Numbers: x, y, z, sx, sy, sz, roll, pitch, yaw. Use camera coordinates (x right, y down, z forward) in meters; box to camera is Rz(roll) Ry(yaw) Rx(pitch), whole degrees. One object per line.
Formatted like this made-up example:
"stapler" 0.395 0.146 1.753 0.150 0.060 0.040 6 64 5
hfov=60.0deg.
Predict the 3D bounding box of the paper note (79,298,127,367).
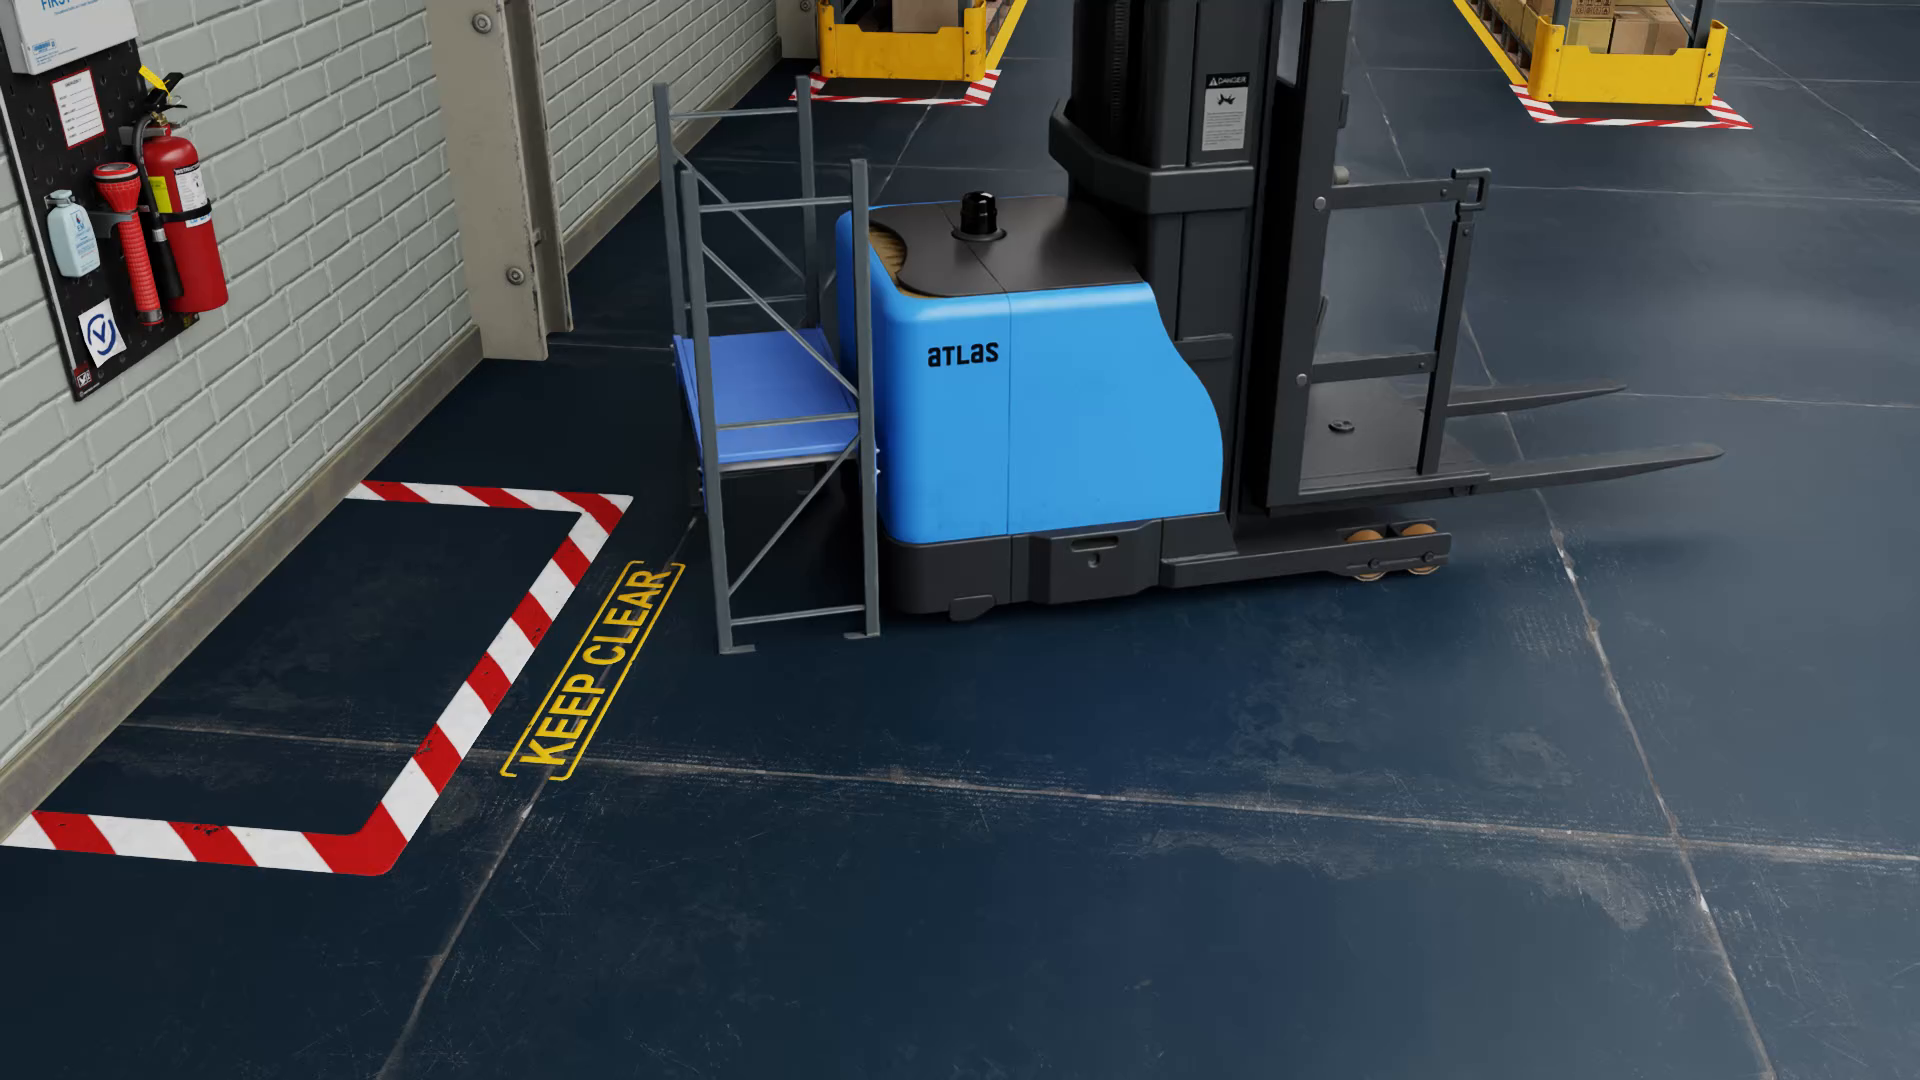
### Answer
"paper note" -2.357 -0.570 4.574 0.016 0.148 0.142 3 28 6

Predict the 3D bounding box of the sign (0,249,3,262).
"sign" -2.437 -0.799 4.032 0.001 0.329 0.234 3 28 6

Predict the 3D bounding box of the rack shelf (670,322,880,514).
"rack shelf" -0.613 -0.416 5.320 0.538 0.185 1.000 -6 29 -12

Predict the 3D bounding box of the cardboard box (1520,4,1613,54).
"cardboard box" 4.271 -3.601 11.727 0.500 0.250 0.500 3 28 6

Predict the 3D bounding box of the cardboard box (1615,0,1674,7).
"cardboard box" 4.844 -4.136 11.930 0.500 0.500 0.500 3 28 6

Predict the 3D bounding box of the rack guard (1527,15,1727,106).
"rack guard" 4.495 -3.245 11.246 1.175 0.500 0.348 3 28 6

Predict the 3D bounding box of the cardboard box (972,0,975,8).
"cardboard box" -0.175 -4.242 12.831 0.500 0.311 0.500 6 29 10

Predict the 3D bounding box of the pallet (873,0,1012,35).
"pallet" -0.123 -4.404 13.702 1.003 0.211 1.213 3 28 6

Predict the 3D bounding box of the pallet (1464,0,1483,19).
"pallet" 4.849 -4.640 14.140 1.003 0.211 1.213 3 28 6

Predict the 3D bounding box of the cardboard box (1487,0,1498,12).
"cardboard box" 4.443 -4.307 13.039 0.500 0.250 0.500 3 28 6

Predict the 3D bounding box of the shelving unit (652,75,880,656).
"shelving unit" -0.613 -0.574 5.235 0.538 1.500 1.048 -6 29 -12

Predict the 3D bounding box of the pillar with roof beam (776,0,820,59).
"pillar with roof beam" 3.081 -7.413 10.023 9.100 9.000 0.400 3 28 6

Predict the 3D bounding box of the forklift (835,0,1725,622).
"forklift" 1.145 -1.391 5.242 3.031 2.935 1.130 -6 29 -12

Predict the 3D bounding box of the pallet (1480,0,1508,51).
"pallet" 4.702 -4.064 13.071 1.003 0.211 1.213 3 28 6

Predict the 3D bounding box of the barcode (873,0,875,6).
"barcode" -0.639 -4.009 12.390 0.001 0.075 0.075 3 28 6

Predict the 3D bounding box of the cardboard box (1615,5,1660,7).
"cardboard box" 4.842 -3.806 12.108 0.500 0.250 0.500 3 28 6

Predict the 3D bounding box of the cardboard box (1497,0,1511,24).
"cardboard box" 4.380 -4.072 12.602 0.500 0.250 0.500 3 28 6

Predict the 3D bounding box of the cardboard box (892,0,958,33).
"cardboard box" -0.245 -3.973 12.333 0.500 0.311 0.500 0 28 0

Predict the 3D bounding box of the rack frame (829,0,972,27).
"rack frame" -0.419 -4.643 11.205 1.000 3.000 0.127 3 28 6

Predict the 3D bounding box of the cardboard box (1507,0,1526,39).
"cardboard box" 4.320 -3.837 12.165 0.500 0.250 0.500 3 28 6

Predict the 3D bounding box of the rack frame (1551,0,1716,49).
"rack frame" 4.498 -4.357 10.674 1.000 3.000 0.127 3 28 6

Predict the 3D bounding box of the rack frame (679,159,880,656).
"rack frame" -0.497 -0.340 4.799 0.500 1.500 0.032 -6 29 -12

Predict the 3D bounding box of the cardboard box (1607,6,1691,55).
"cardboard box" 4.785 -3.570 11.671 0.500 0.250 0.500 3 28 6

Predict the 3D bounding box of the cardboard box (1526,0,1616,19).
"cardboard box" 4.269 -3.931 11.549 0.500 0.500 0.500 3 28 6

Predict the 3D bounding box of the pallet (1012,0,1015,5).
"pallet" 0.024 -4.980 14.771 1.003 0.211 1.213 3 28 6

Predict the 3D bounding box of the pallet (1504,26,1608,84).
"pallet" 4.550 -3.491 12.008 1.003 0.211 1.213 3 28 6

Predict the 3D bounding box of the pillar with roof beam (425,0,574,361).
"pillar with roof beam" 2.346 -4.589 4.780 9.100 9.000 0.400 3 28 6

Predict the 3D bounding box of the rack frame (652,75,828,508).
"rack frame" -0.729 -0.809 5.670 0.500 1.500 0.032 -6 29 -12

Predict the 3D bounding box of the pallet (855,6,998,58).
"pallet" -0.275 -3.831 12.639 1.003 0.211 1.213 3 28 6

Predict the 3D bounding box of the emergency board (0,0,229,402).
"emergency board" -2.267 -1.037 4.513 0.194 1.169 0.643 3 28 6

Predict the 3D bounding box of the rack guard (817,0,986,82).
"rack guard" -0.409 -3.578 11.864 1.175 0.500 0.348 3 28 6
